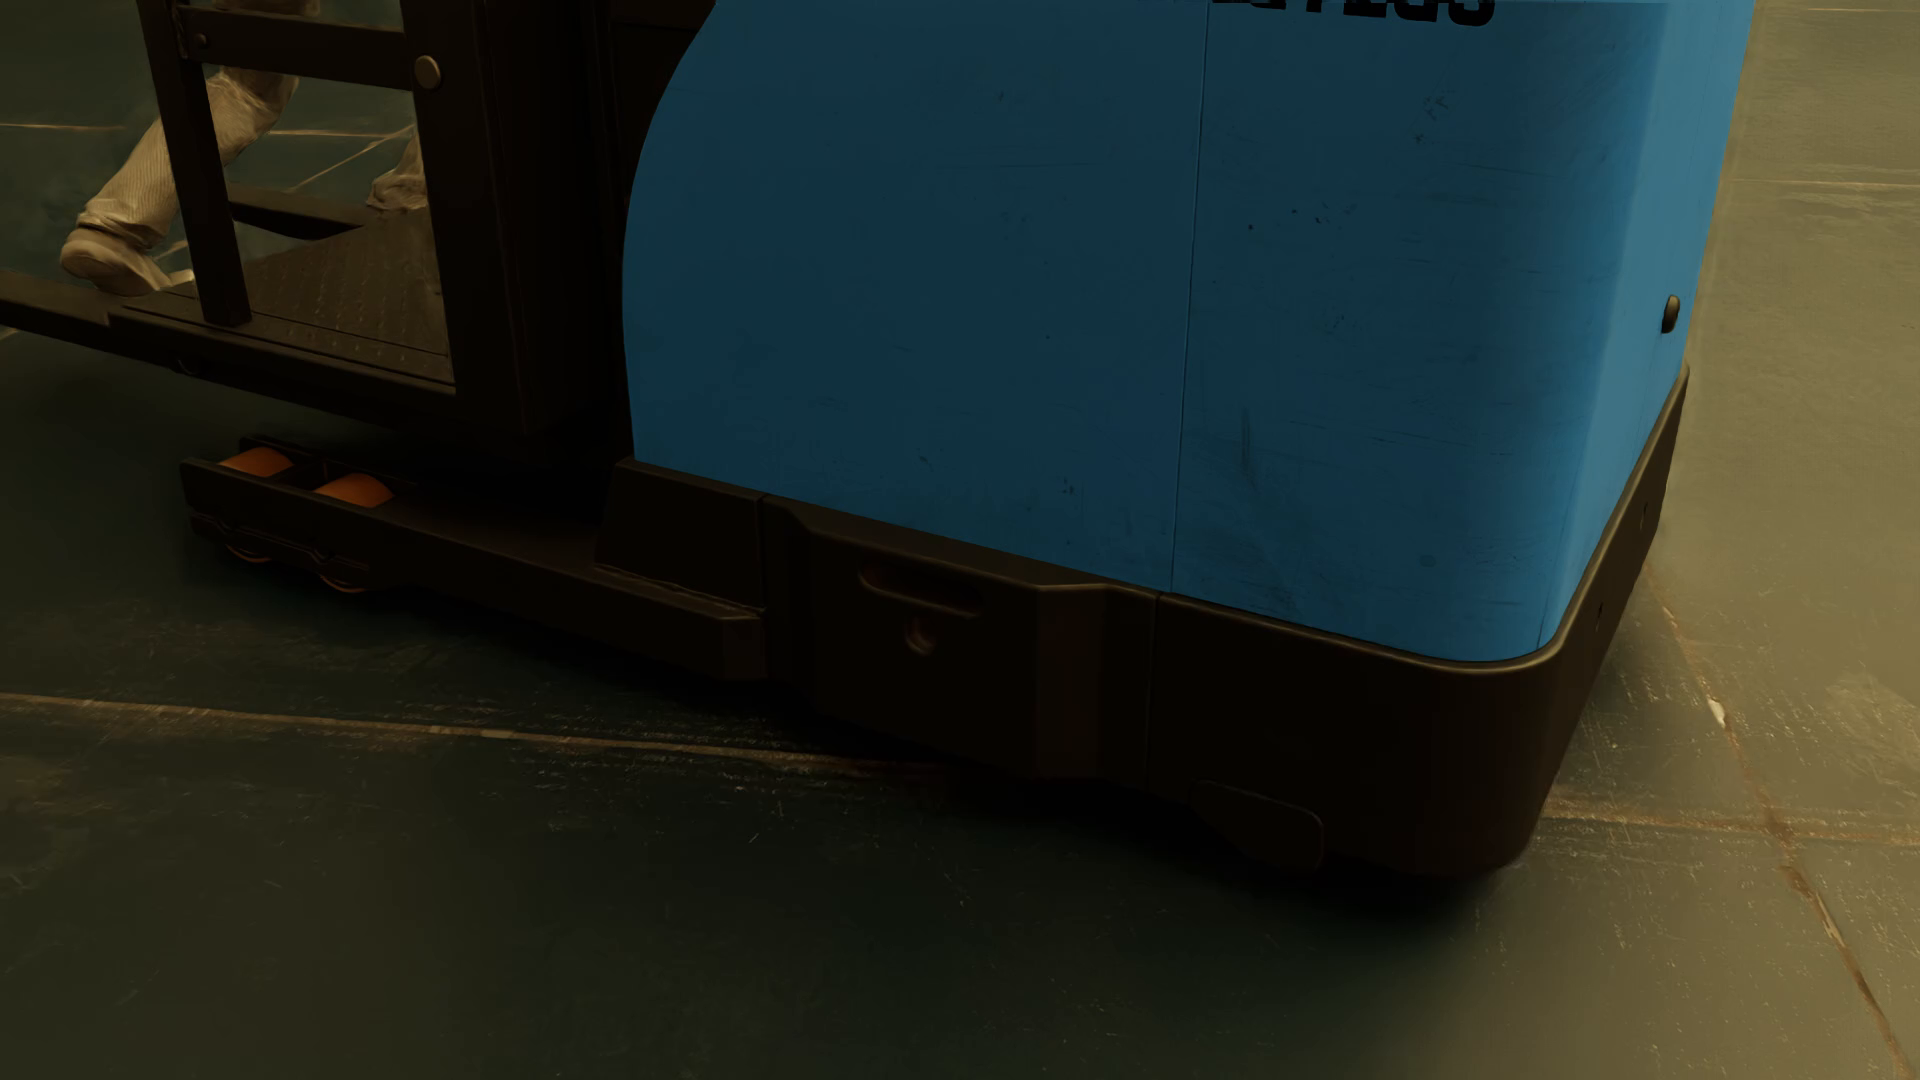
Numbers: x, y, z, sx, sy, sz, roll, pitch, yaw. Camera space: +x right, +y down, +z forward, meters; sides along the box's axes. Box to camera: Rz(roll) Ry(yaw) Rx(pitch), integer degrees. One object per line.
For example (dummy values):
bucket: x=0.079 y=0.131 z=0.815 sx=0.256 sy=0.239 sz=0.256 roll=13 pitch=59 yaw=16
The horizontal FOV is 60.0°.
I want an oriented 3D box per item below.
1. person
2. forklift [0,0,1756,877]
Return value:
person: x=-1.038 y=-1.133 z=2.900 sx=1.065 sy=1.502 sz=0.834 roll=10 pitch=28 yaw=18
forklift: x=-0.537 y=-1.426 z=2.074 sx=3.031 sy=2.935 sz=1.130 roll=14 pitch=30 yaw=26
